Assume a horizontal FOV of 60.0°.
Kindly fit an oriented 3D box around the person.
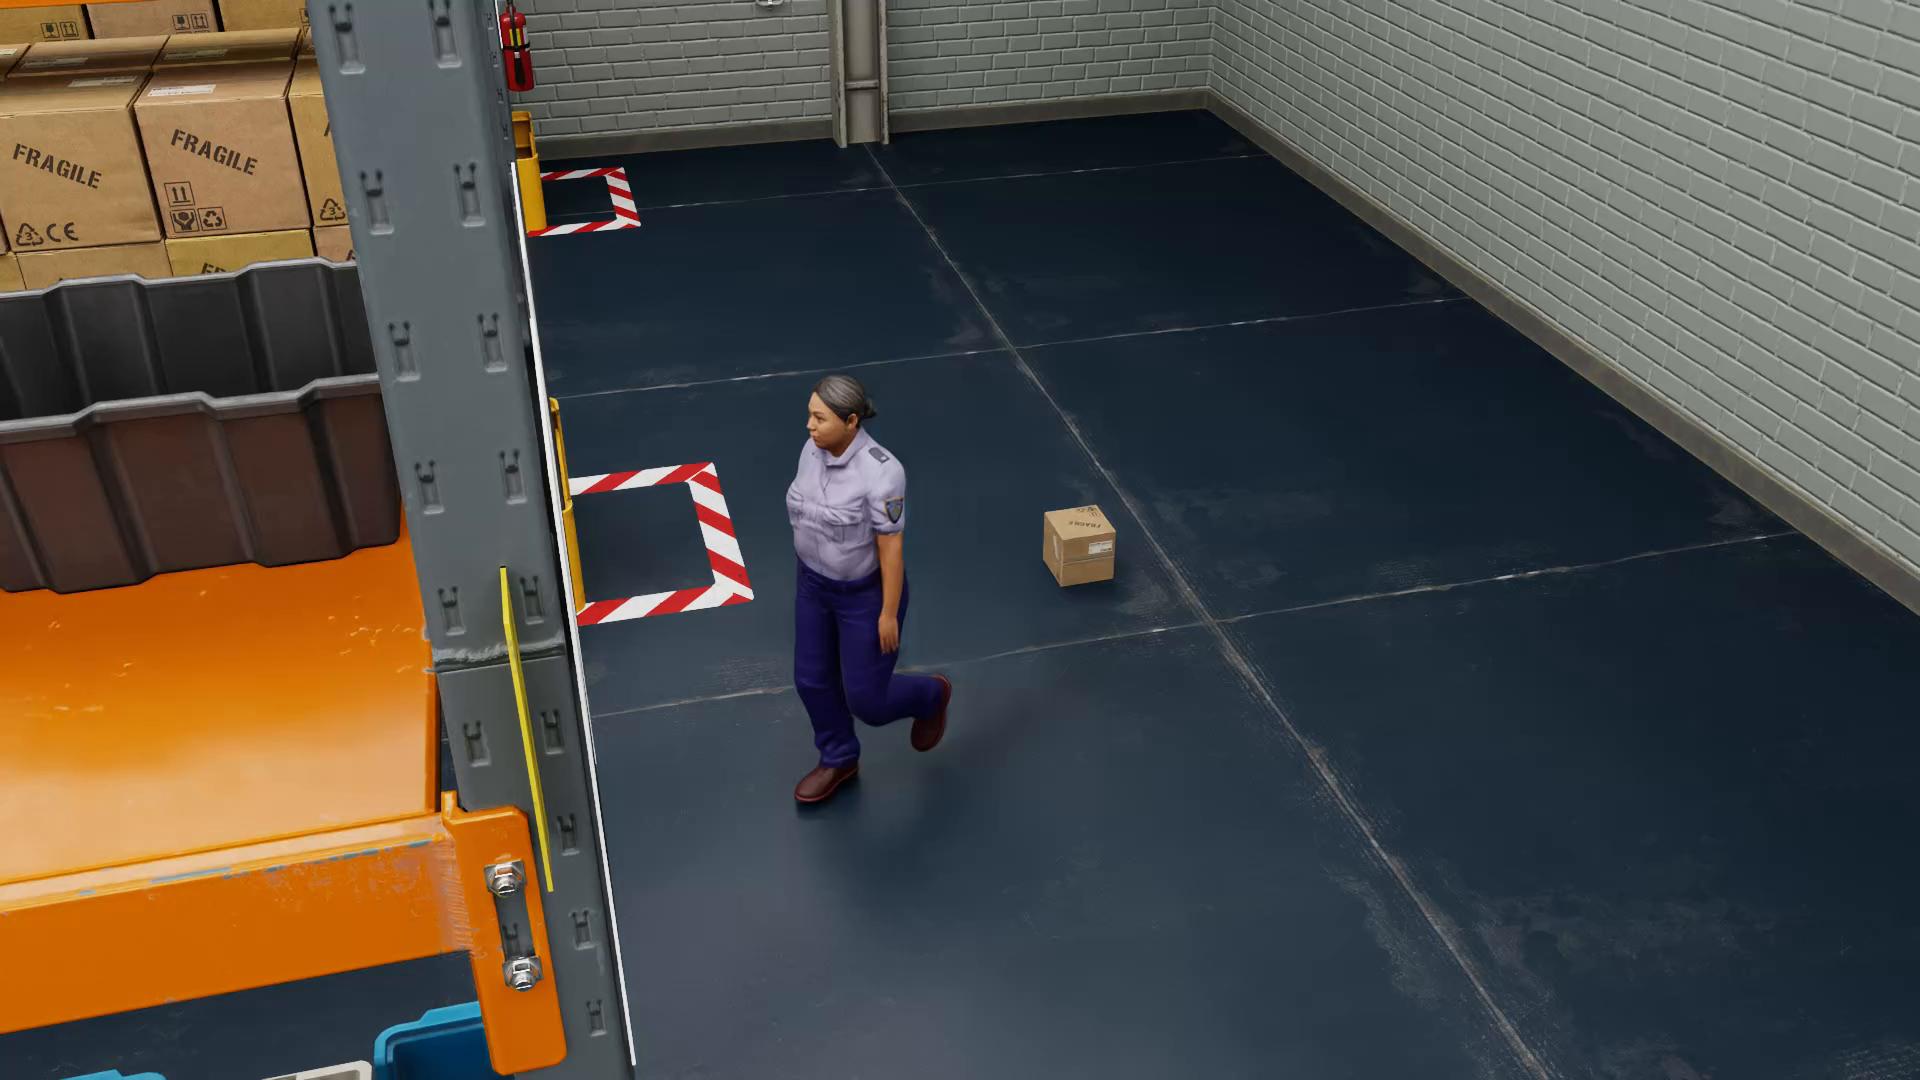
[{"bbox_3d":[-0.348,0.158,5.835,0.505,1.630,0.630,25,39,36],"label":"person"}]
